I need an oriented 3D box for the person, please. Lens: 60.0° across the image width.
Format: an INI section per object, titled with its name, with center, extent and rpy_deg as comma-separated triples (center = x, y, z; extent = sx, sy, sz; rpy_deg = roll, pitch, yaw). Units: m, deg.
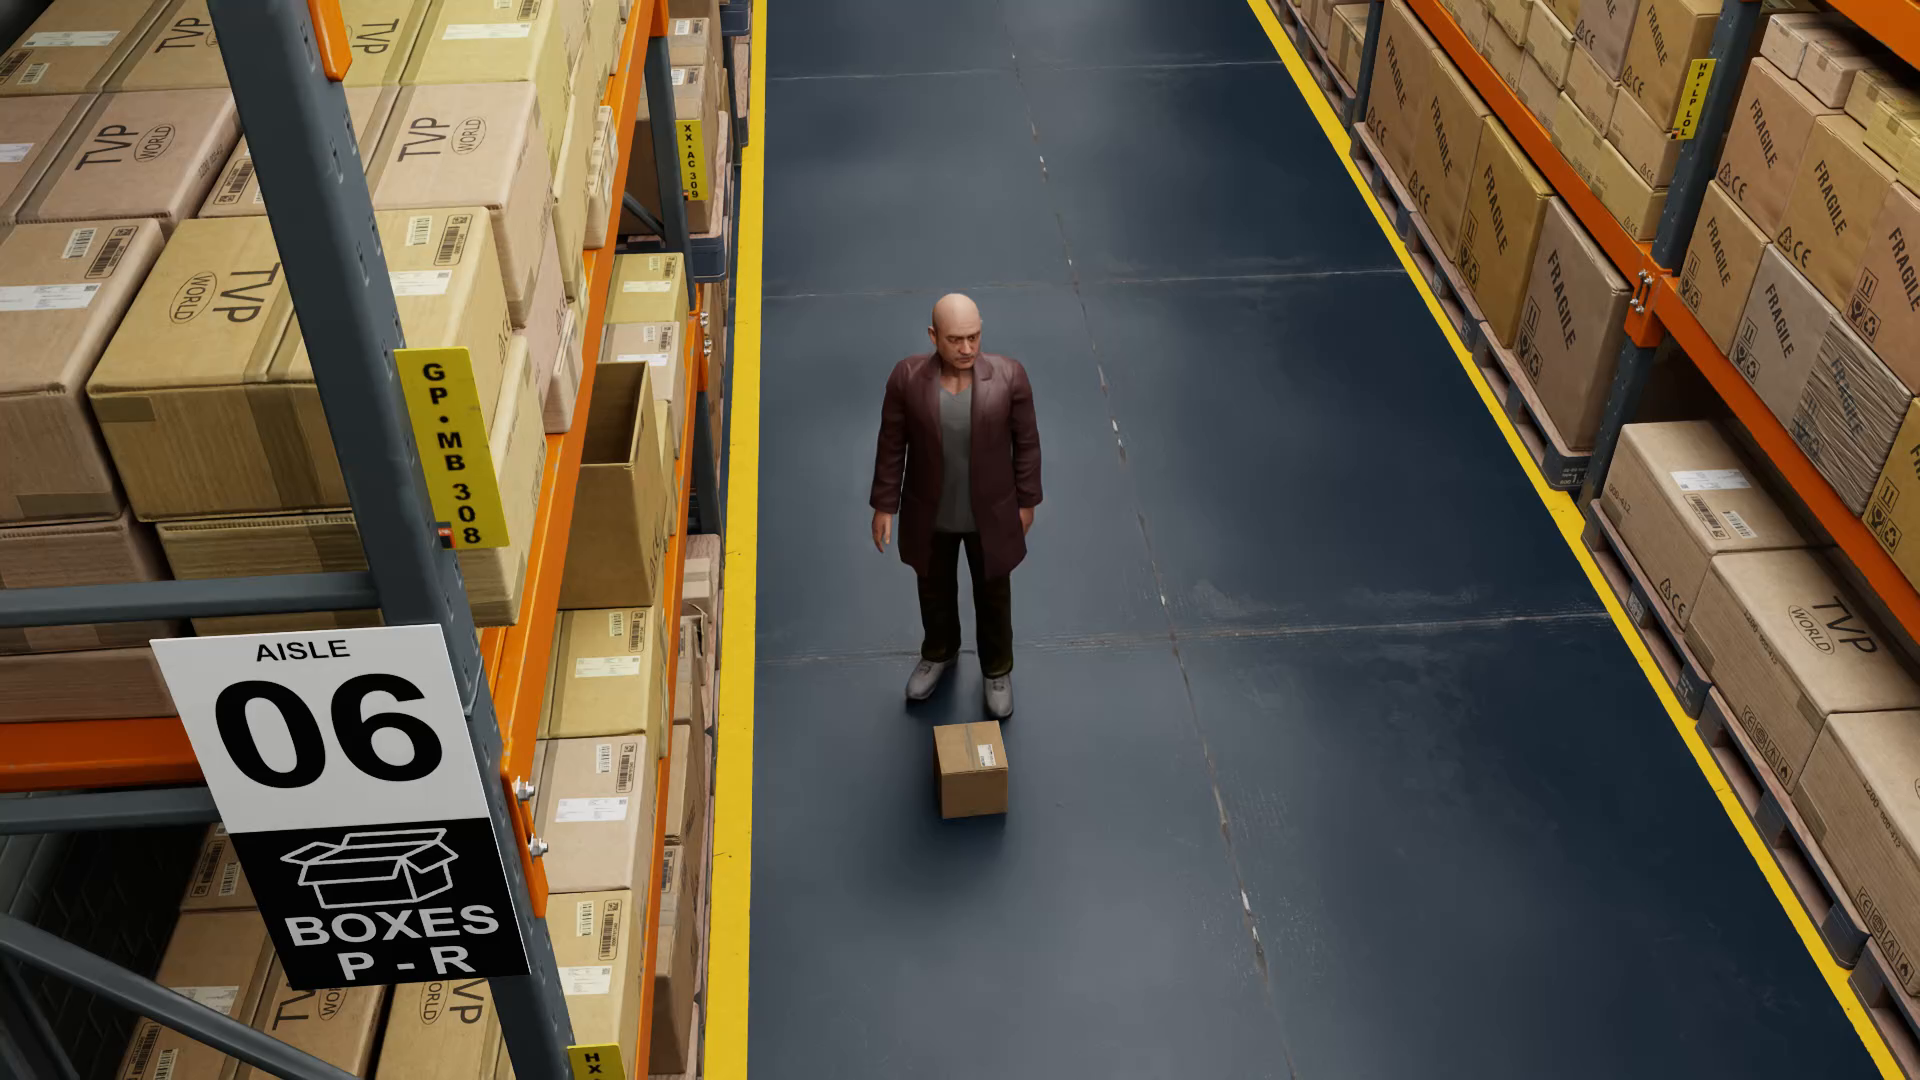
[person]
center = -0.020, -0.106, 6.267
extent = 0.653, 1.786, 0.410
rpy_deg = 3, 39, 4
